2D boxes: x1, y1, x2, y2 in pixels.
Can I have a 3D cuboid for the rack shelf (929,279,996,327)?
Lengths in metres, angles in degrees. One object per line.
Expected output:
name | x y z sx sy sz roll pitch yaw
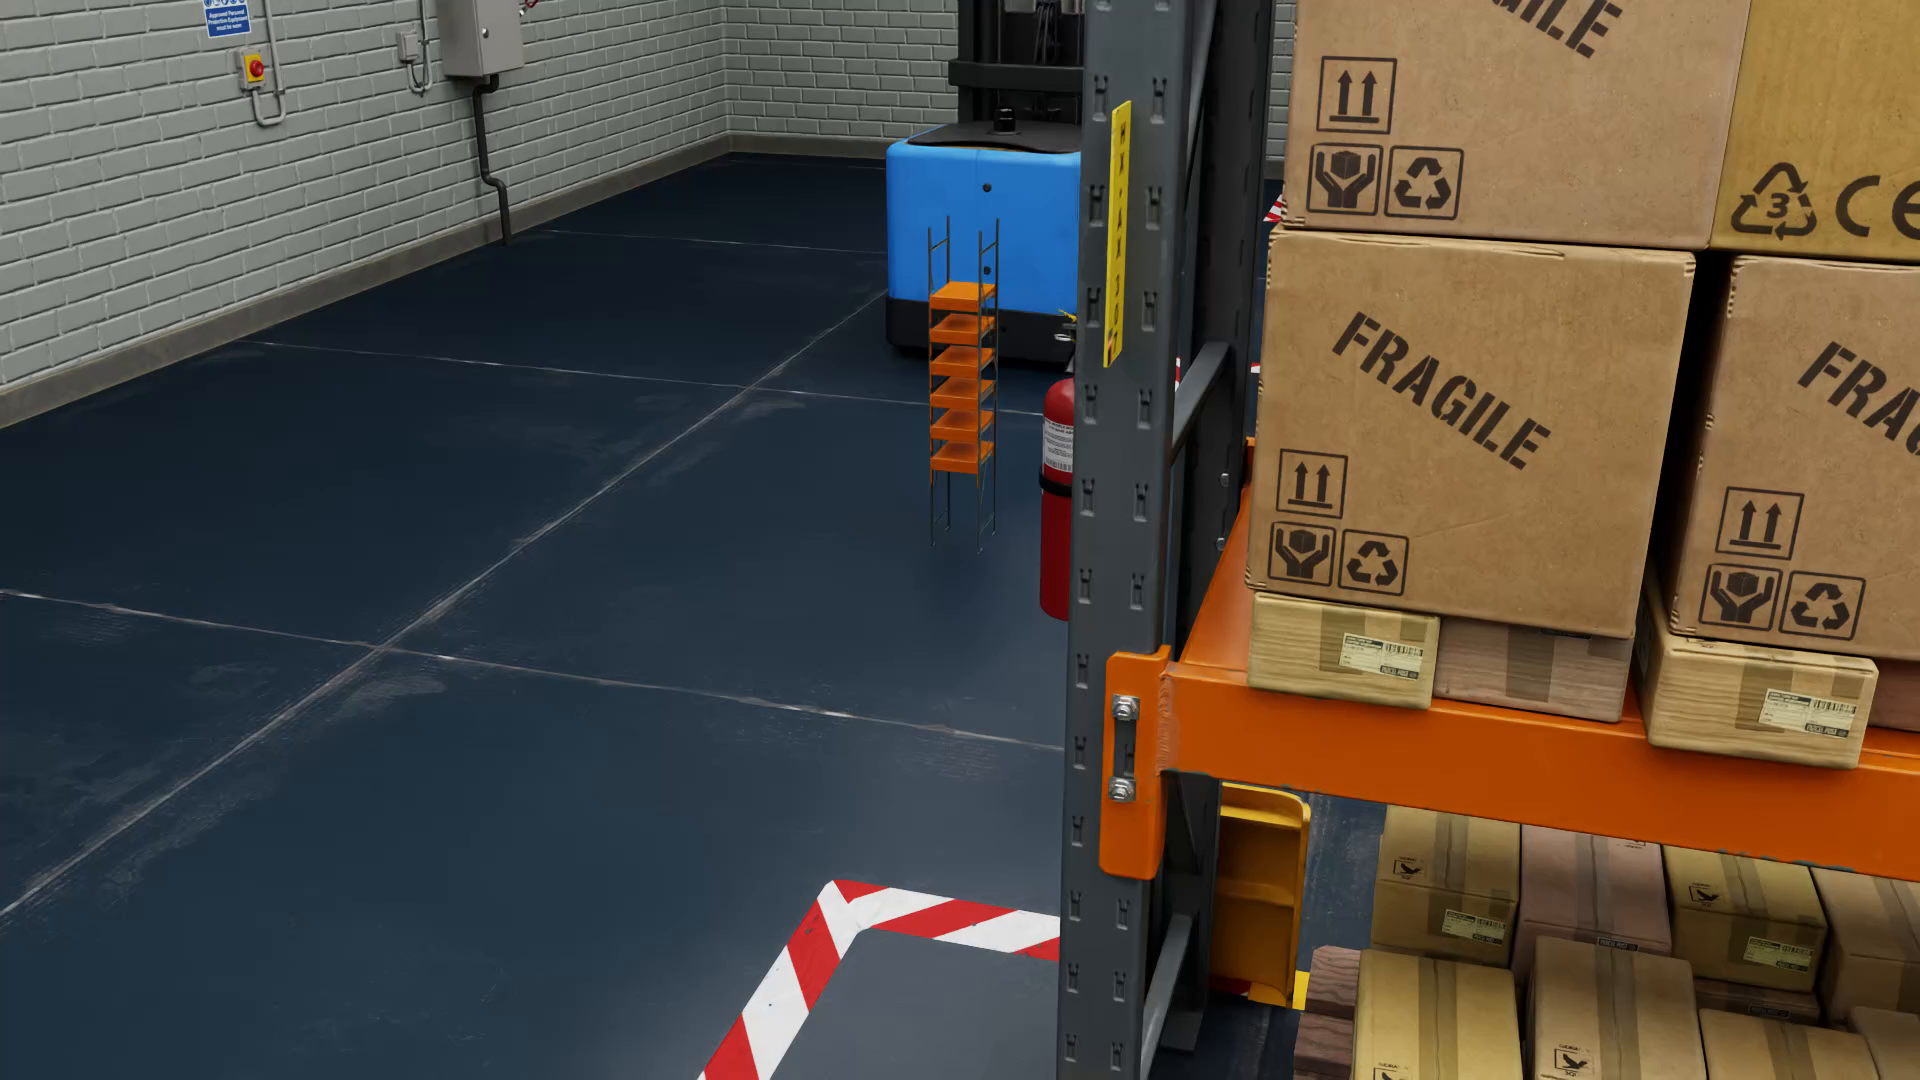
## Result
rack shelf | 0.014 -0.845 5.919 0.180 0.103 0.258 7 23 16

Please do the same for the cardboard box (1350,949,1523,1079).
cardboard box | 0.762 0.845 2.677 0.250 0.149 0.380 5 23 13

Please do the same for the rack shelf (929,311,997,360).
rack shelf | 0.014 -0.734 5.964 0.180 0.103 0.258 7 23 16

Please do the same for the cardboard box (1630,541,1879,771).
cardboard box | 1.071 0.147 2.289 0.250 0.149 0.380 6 23 14

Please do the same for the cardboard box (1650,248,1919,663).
cardboard box | 1.228 -0.170 2.208 0.500 0.500 0.500 7 23 16

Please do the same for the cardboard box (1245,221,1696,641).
cardboard box | 0.708 -0.220 2.329 0.500 0.500 0.500 8 24 18

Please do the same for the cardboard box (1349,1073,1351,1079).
cardboard box | 0.786 0.953 2.807 0.250 0.149 0.380 8 23 18

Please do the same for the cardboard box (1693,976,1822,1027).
cardboard box | 1.444 0.812 3.148 0.250 0.149 0.380 6 23 13

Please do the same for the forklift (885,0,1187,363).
forklift | 0.638 -2.760 9.136 1.130 2.935 3.031 9 24 20

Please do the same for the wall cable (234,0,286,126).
wall cable | -3.714 -3.089 8.468 0.123 1.953 0.585 7 23 16

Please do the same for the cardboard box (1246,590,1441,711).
cardboard box | 0.574 0.086 2.440 0.250 0.149 0.380 6 23 15

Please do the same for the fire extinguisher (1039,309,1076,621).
fire extinguisher | 0.250 -0.172 3.331 0.183 0.674 0.296 7 23 16

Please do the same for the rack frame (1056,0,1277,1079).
rack frame | 0.358 -0.185 2.769 0.127 3.000 1.000 7 23 16

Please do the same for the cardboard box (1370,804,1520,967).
cardboard box | 0.938 0.630 3.200 0.250 0.149 0.380 7 23 16

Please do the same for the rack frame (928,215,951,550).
rack frame | -0.074 -0.564 6.063 0.006 1.200 0.240 7 23 16

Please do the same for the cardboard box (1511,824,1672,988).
cardboard box | 1.162 0.679 3.082 0.250 0.149 0.380 7 23 17

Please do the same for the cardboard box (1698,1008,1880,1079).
cardboard box | 1.264 0.906 2.529 0.250 0.149 0.380 6 23 15

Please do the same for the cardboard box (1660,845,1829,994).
cardboard box | 1.447 0.661 3.126 0.250 0.149 0.380 6 23 14

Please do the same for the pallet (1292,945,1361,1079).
pallet | 1.198 1.215 3.029 1.213 0.211 1.003 7 23 16

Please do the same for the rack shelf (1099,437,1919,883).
rack shelf | 2.273 0.367 2.371 4.000 0.370 1.077 7 23 16

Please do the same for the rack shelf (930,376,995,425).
rack shelf | 0.014 -0.512 6.055 0.180 0.103 0.258 7 23 16

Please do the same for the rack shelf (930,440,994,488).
rack shelf | 0.014 -0.290 6.146 0.180 0.103 0.258 7 23 16

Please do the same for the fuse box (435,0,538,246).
fuse box | -2.967 -2.756 10.733 0.414 1.711 0.539 7 23 16

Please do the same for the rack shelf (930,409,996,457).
rack shelf | 0.014 -0.401 6.101 0.180 0.103 0.258 7 23 16

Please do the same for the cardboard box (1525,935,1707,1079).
cardboard box | 1.060 0.832 2.709 0.250 0.149 0.380 7 23 16

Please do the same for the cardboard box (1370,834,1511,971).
cardboard box | 0.946 0.756 3.286 0.250 0.149 0.380 6 23 14

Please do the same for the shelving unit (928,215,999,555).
shelving unit | 0.014 -0.554 6.038 0.189 1.200 0.258 7 23 16

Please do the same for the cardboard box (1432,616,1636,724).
cardboard box | 0.829 0.098 2.408 0.250 0.149 0.380 7 23 17

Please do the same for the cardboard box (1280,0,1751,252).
cardboard box | 0.711 -0.686 2.149 0.500 0.500 0.500 6 23 15

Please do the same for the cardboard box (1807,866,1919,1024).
cardboard box | 1.676 0.712 3.000 0.250 0.149 0.380 6 23 13

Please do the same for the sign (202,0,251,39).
sign | -3.786 -2.719 8.589 0.001 0.218 0.327 7 23 16

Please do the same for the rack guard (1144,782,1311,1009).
rack guard | 0.431 0.980 3.223 0.348 0.500 1.175 7 23 16

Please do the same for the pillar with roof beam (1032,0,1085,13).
pillar with roof beam | -0.443 -5.633 8.145 0.400 9.000 9.100 7 23 16

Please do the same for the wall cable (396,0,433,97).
wall cable | -3.315 -3.591 9.733 0.122 1.984 0.588 7 23 16

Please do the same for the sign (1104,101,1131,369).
sign | 0.202 -0.389 2.124 0.005 0.325 0.100 7 23 16

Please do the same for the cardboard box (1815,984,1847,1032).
cardboard box | 1.671 0.879 2.985 0.250 0.149 0.380 6 23 15

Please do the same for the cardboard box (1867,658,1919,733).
cardboard box | 1.359 0.126 2.341 0.250 0.149 0.380 8 24 18

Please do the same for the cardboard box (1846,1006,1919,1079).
cardboard box | 1.526 0.903 2.536 0.250 0.149 0.380 5 23 13

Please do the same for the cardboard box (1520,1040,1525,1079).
cardboard box | 1.031 1.003 2.683 0.250 0.149 0.380 6 23 15

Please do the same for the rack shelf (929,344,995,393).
rack shelf | 0.014 -0.623 6.010 0.180 0.103 0.258 7 23 16

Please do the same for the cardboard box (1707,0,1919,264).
cardboard box | 1.196 -0.633 2.020 0.500 0.500 0.500 7 23 17

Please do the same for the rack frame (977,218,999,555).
rack frame | 0.101 -0.543 6.014 0.006 1.200 0.240 7 23 16

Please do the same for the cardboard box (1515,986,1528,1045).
cardboard box | 1.181 0.804 3.168 0.250 0.149 0.380 6 23 14
